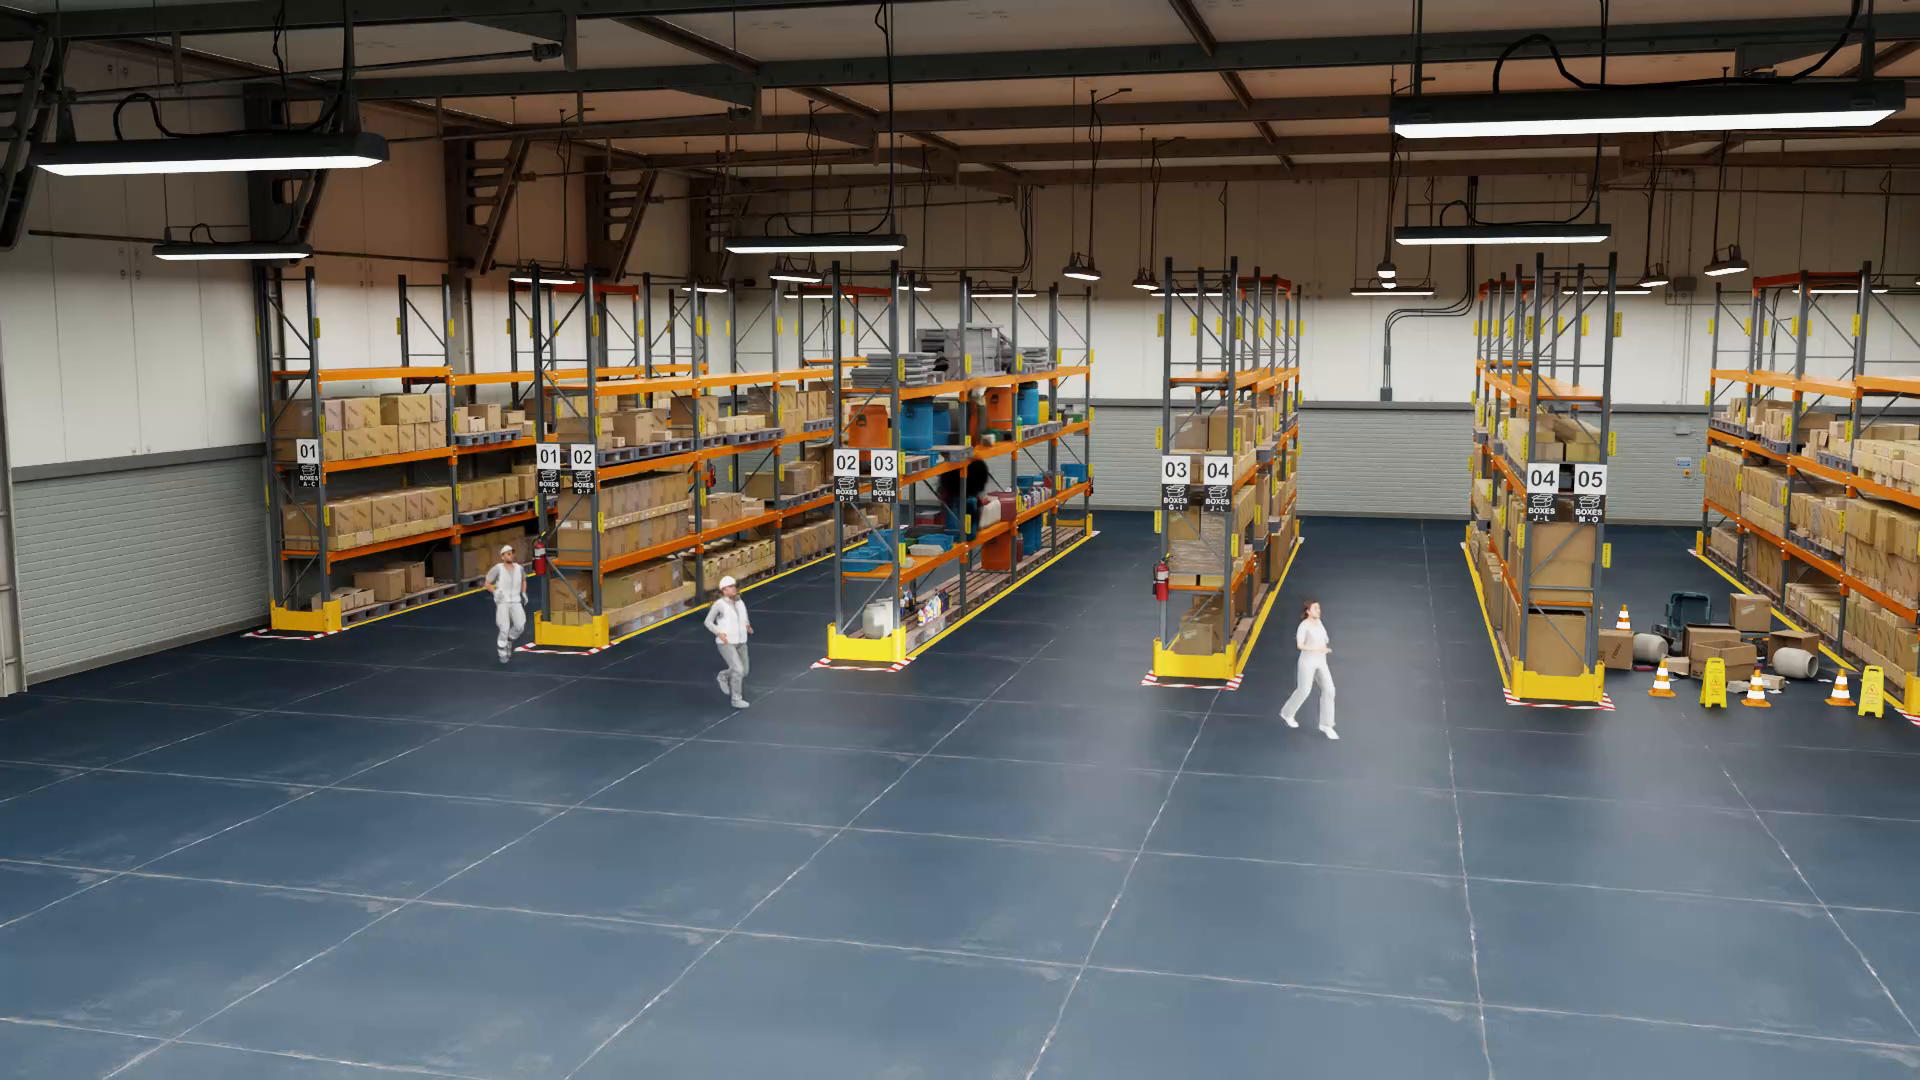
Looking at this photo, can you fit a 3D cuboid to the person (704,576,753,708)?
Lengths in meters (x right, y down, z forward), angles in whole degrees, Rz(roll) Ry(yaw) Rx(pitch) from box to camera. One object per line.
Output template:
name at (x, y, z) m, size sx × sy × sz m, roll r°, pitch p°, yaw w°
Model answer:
person at (-3.064, 1.345, 22.133) m, size 0.753 × 1.732 × 0.666 m, roll 7°, pitch 10°, yaw 42°

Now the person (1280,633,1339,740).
person at (4.347, 1.776, 20.624) m, size 0.349 × 1.303 × 0.853 m, roll -5°, pitch 9°, yaw -35°

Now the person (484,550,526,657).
person at (-6.787, 0.968, 25.047) m, size 0.680 × 1.620 × 0.518 m, roll -5°, pitch 9°, yaw -34°
